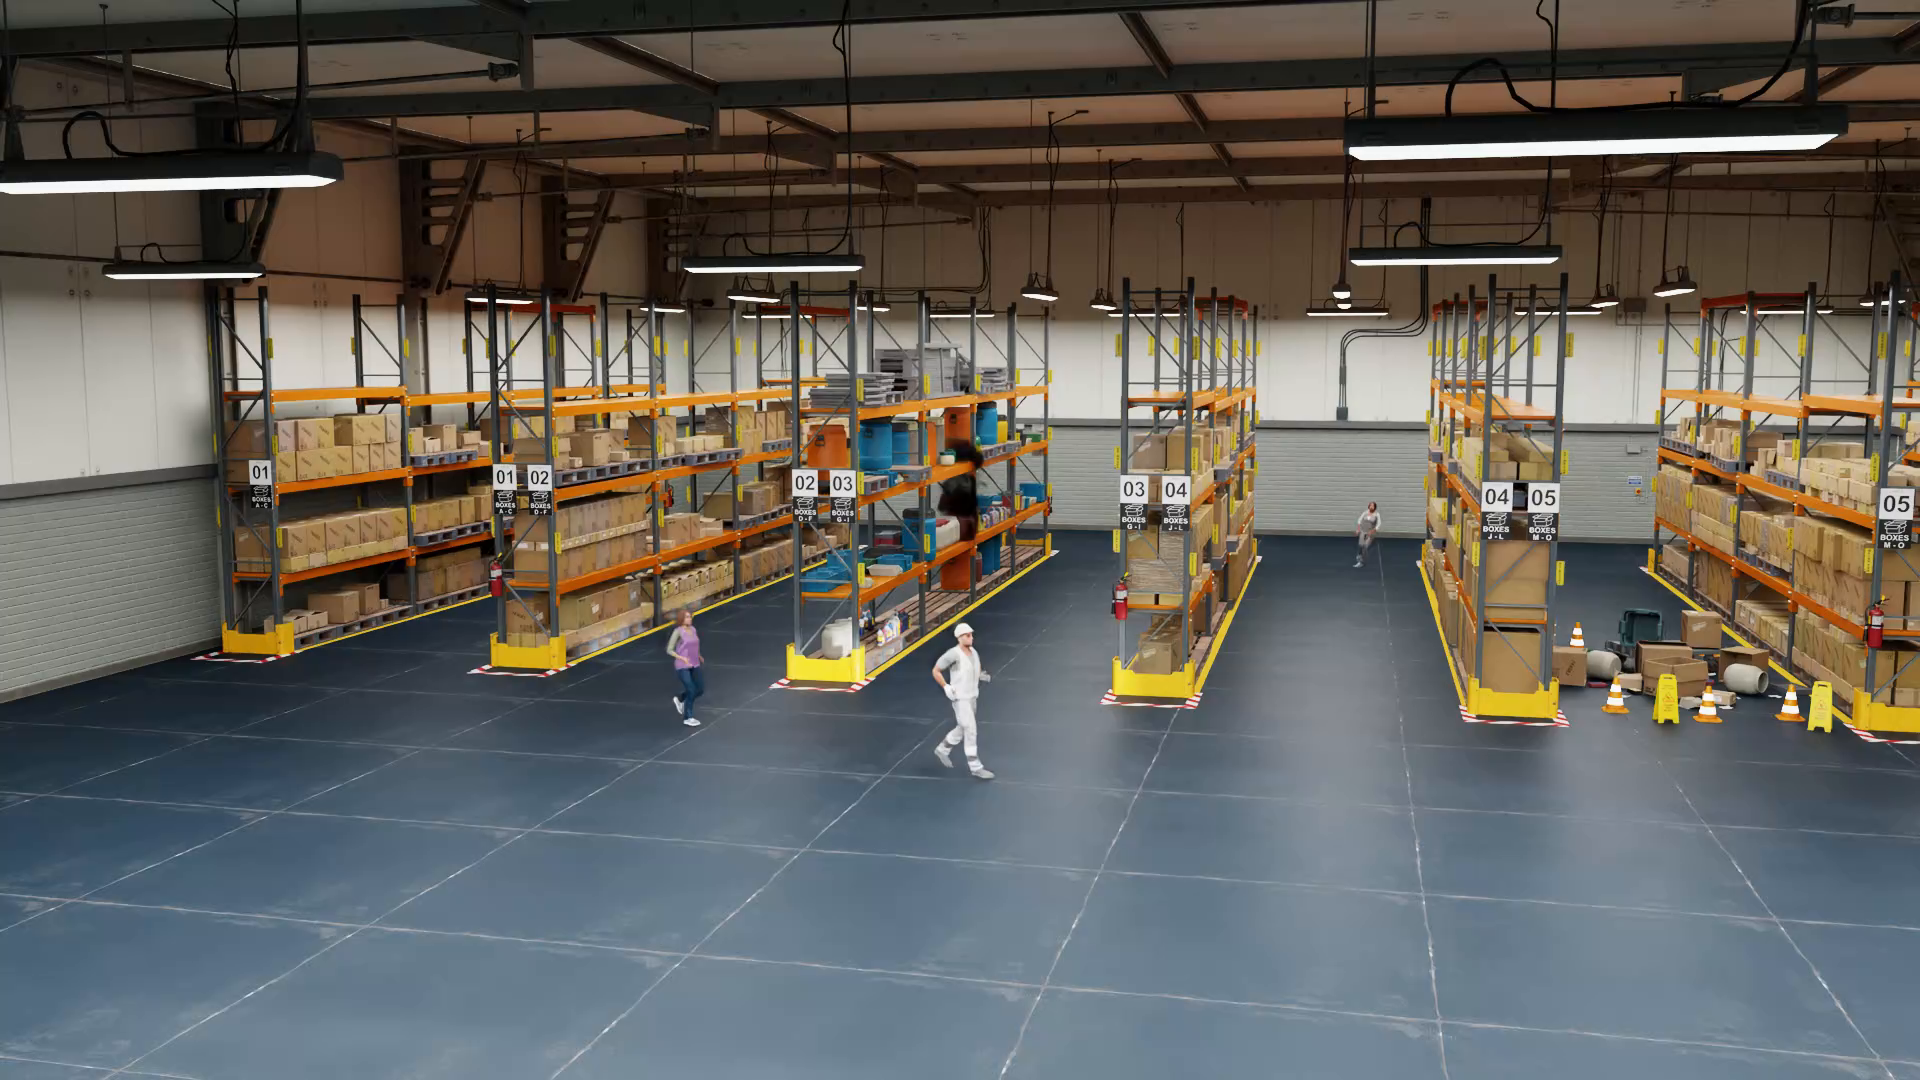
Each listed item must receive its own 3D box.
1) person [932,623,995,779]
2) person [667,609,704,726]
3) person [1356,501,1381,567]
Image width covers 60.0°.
[{"bbox_3d":[0.048,1.855,19.482,0.902,1.777,0.667,4,8,34],"label":"person"},{"bbox_3d":[-3.659,1.688,22.169,0.530,1.539,0.534,5,8,36],"label":"person"},{"bbox_3d":[9.307,-0.122,38.027,0.524,1.525,0.493,3,7,25],"label":"person"}]
